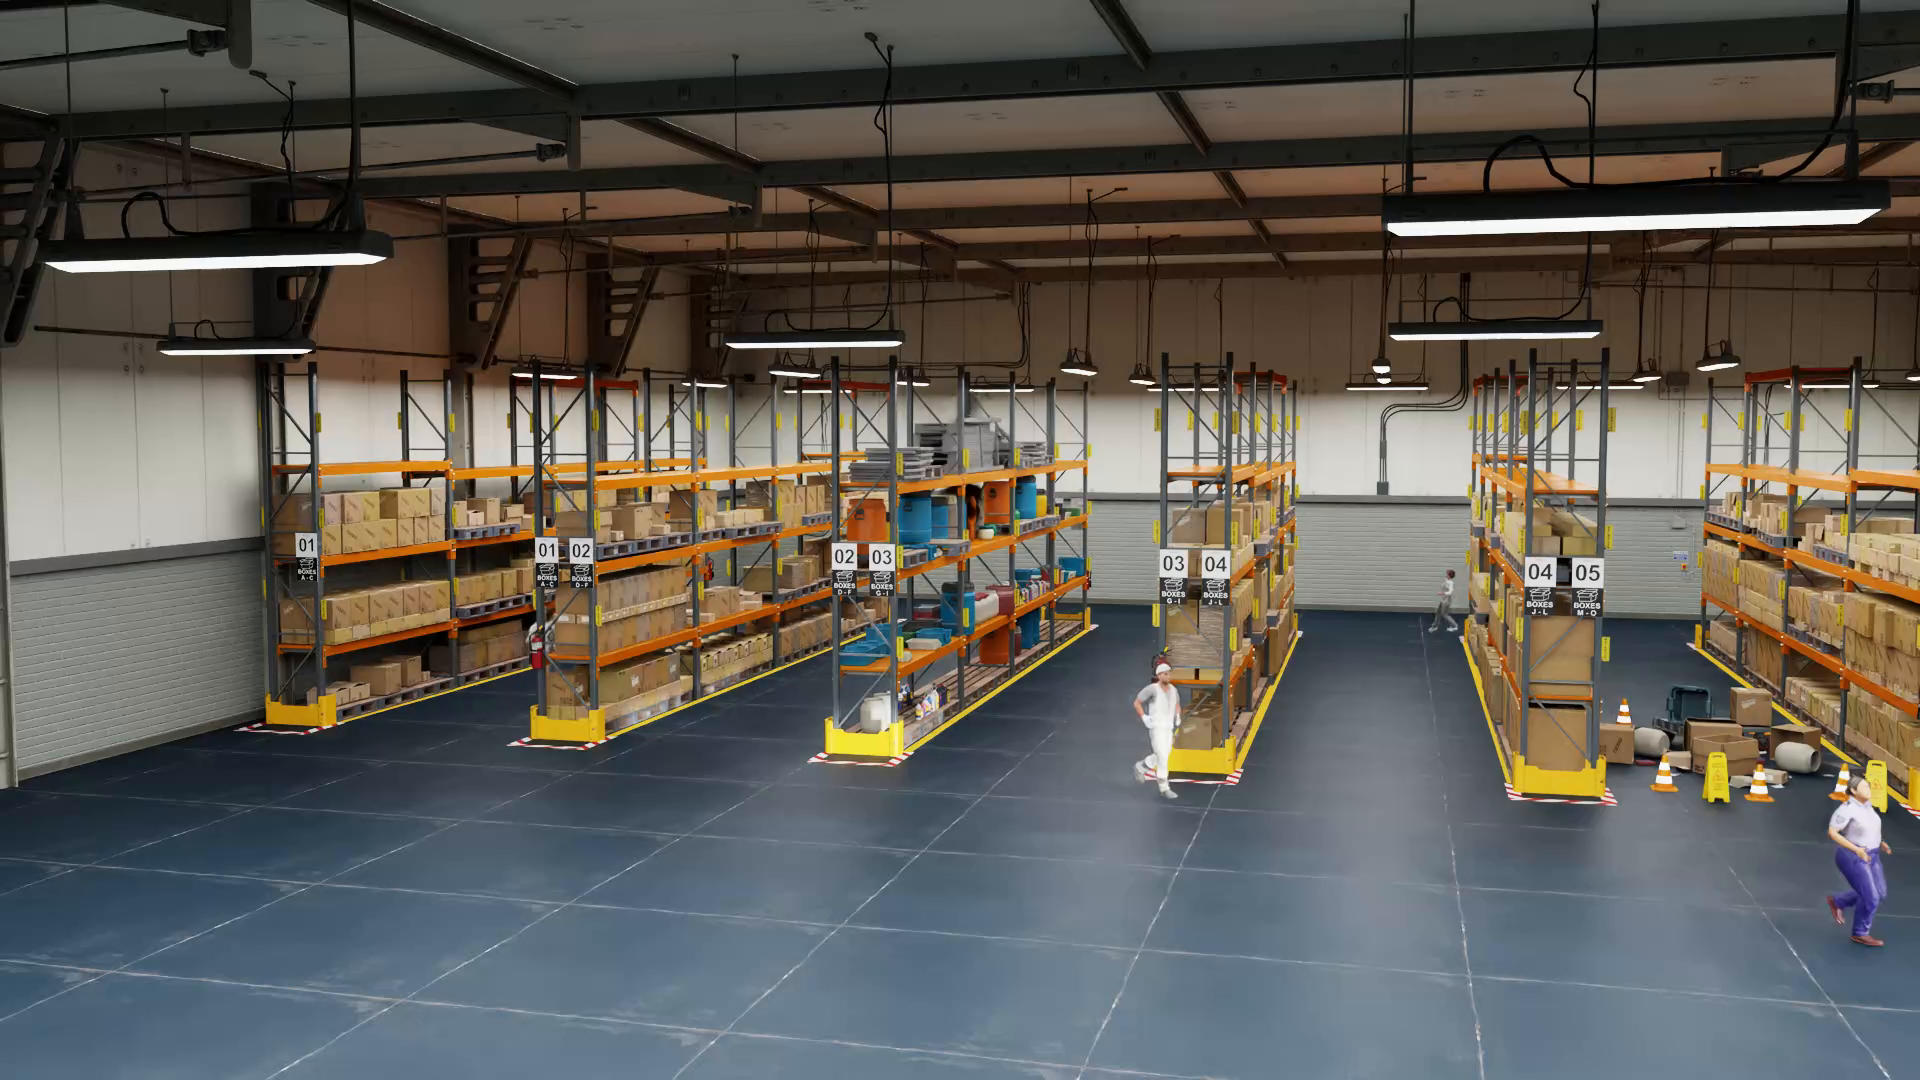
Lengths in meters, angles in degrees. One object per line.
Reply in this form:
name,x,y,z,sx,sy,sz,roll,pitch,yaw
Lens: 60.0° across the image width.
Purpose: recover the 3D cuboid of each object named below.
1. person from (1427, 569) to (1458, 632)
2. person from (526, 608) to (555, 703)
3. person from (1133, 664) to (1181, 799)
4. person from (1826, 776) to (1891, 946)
person,11.472,1.463,39.435,0.710,1.540,0.658,1,4,11
person,-7.451,2.033,29.725,0.617,1.667,0.957,0,4,-1
person,2.701,2.550,22.491,0.725,1.772,0.885,-3,5,-36
person,8.648,3.073,16.084,0.609,1.595,0.629,-3,5,-32
